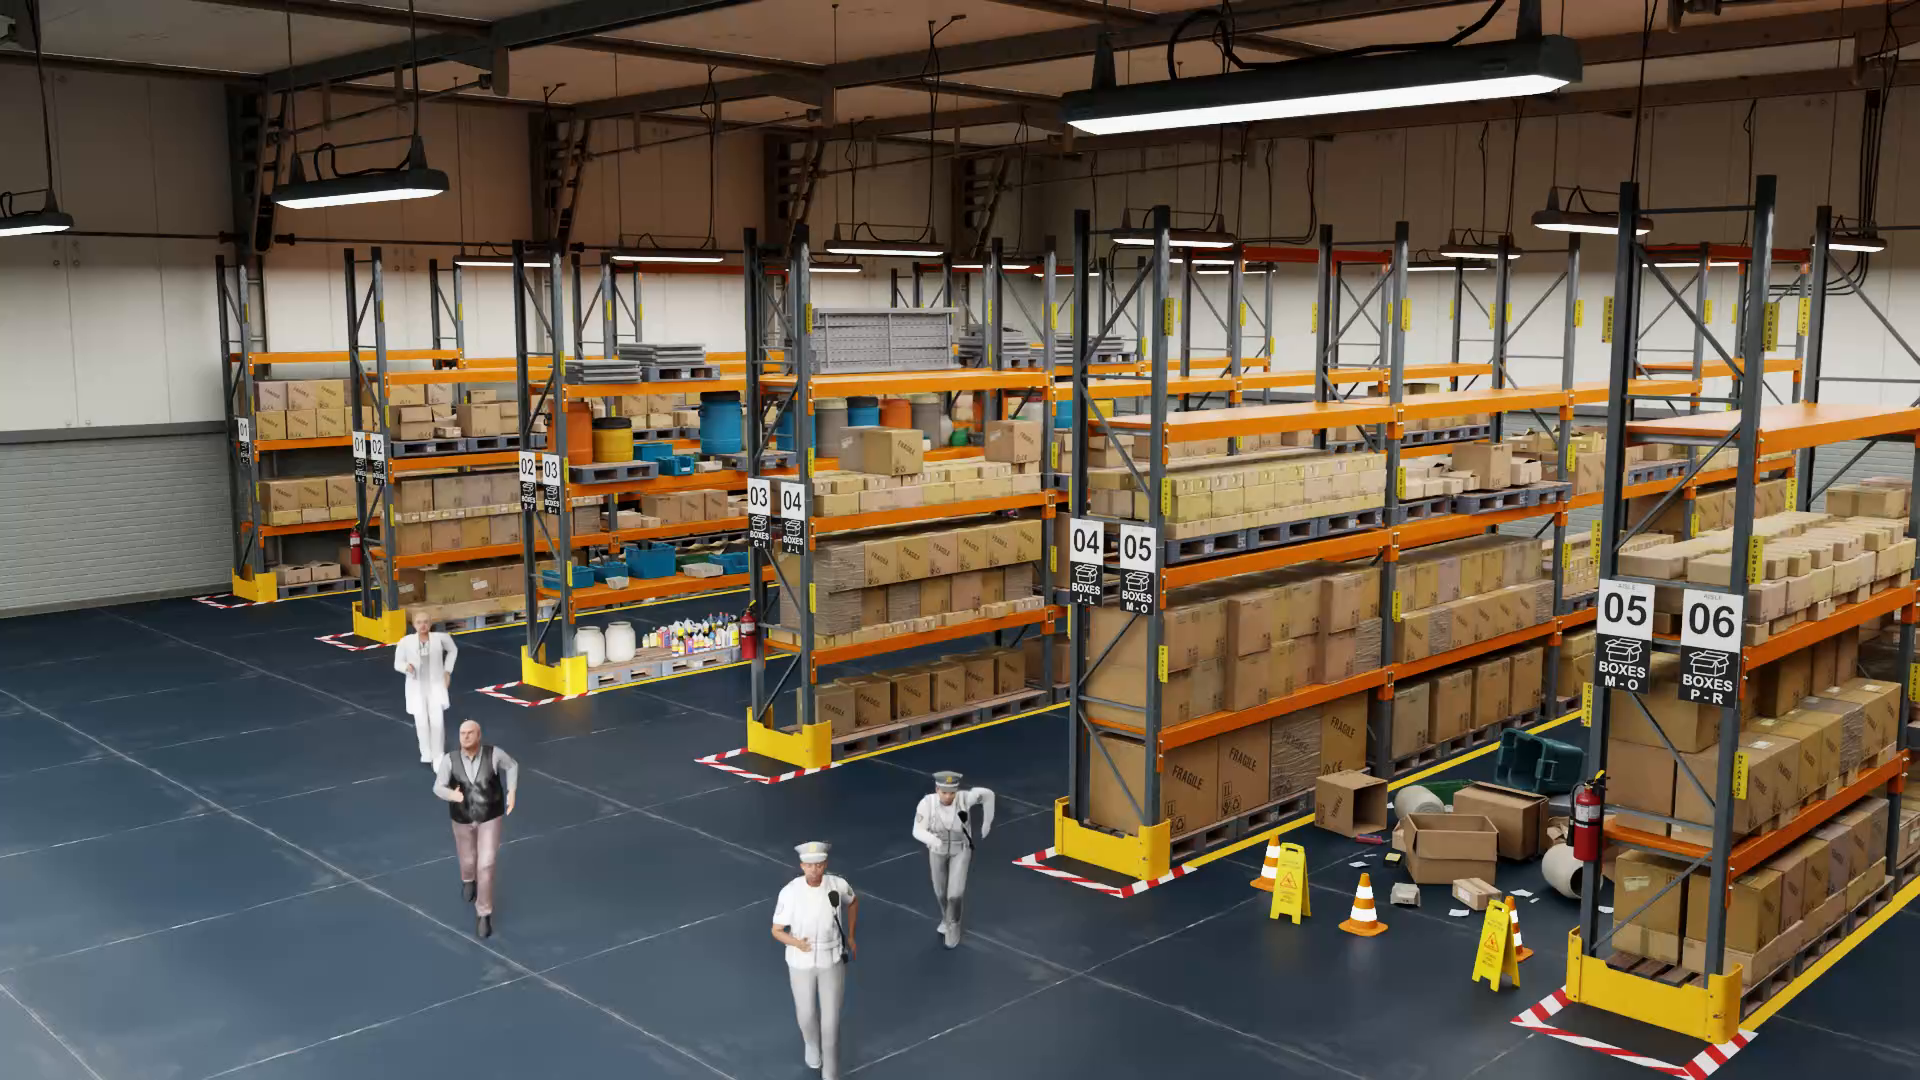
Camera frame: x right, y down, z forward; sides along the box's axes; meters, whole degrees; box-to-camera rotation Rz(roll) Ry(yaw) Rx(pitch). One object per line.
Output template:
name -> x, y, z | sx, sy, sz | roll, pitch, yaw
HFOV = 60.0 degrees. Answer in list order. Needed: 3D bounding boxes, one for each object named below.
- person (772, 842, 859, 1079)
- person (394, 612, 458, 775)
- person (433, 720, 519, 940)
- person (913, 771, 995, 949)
person -> -0.941, 2.783, 10.886 | 0.563, 1.728, 0.889 | 0, 8, -3
person -> -5.917, 1.694, 18.453 | 0.654, 1.823, 0.854 | -2, 8, -12
person -> -4.046, 2.352, 13.954 | 0.663, 1.751, 0.954 | -1, 8, -8
person -> -0.047, 2.530, 13.341 | 0.643, 1.539, 0.916 | 0, 8, 3
